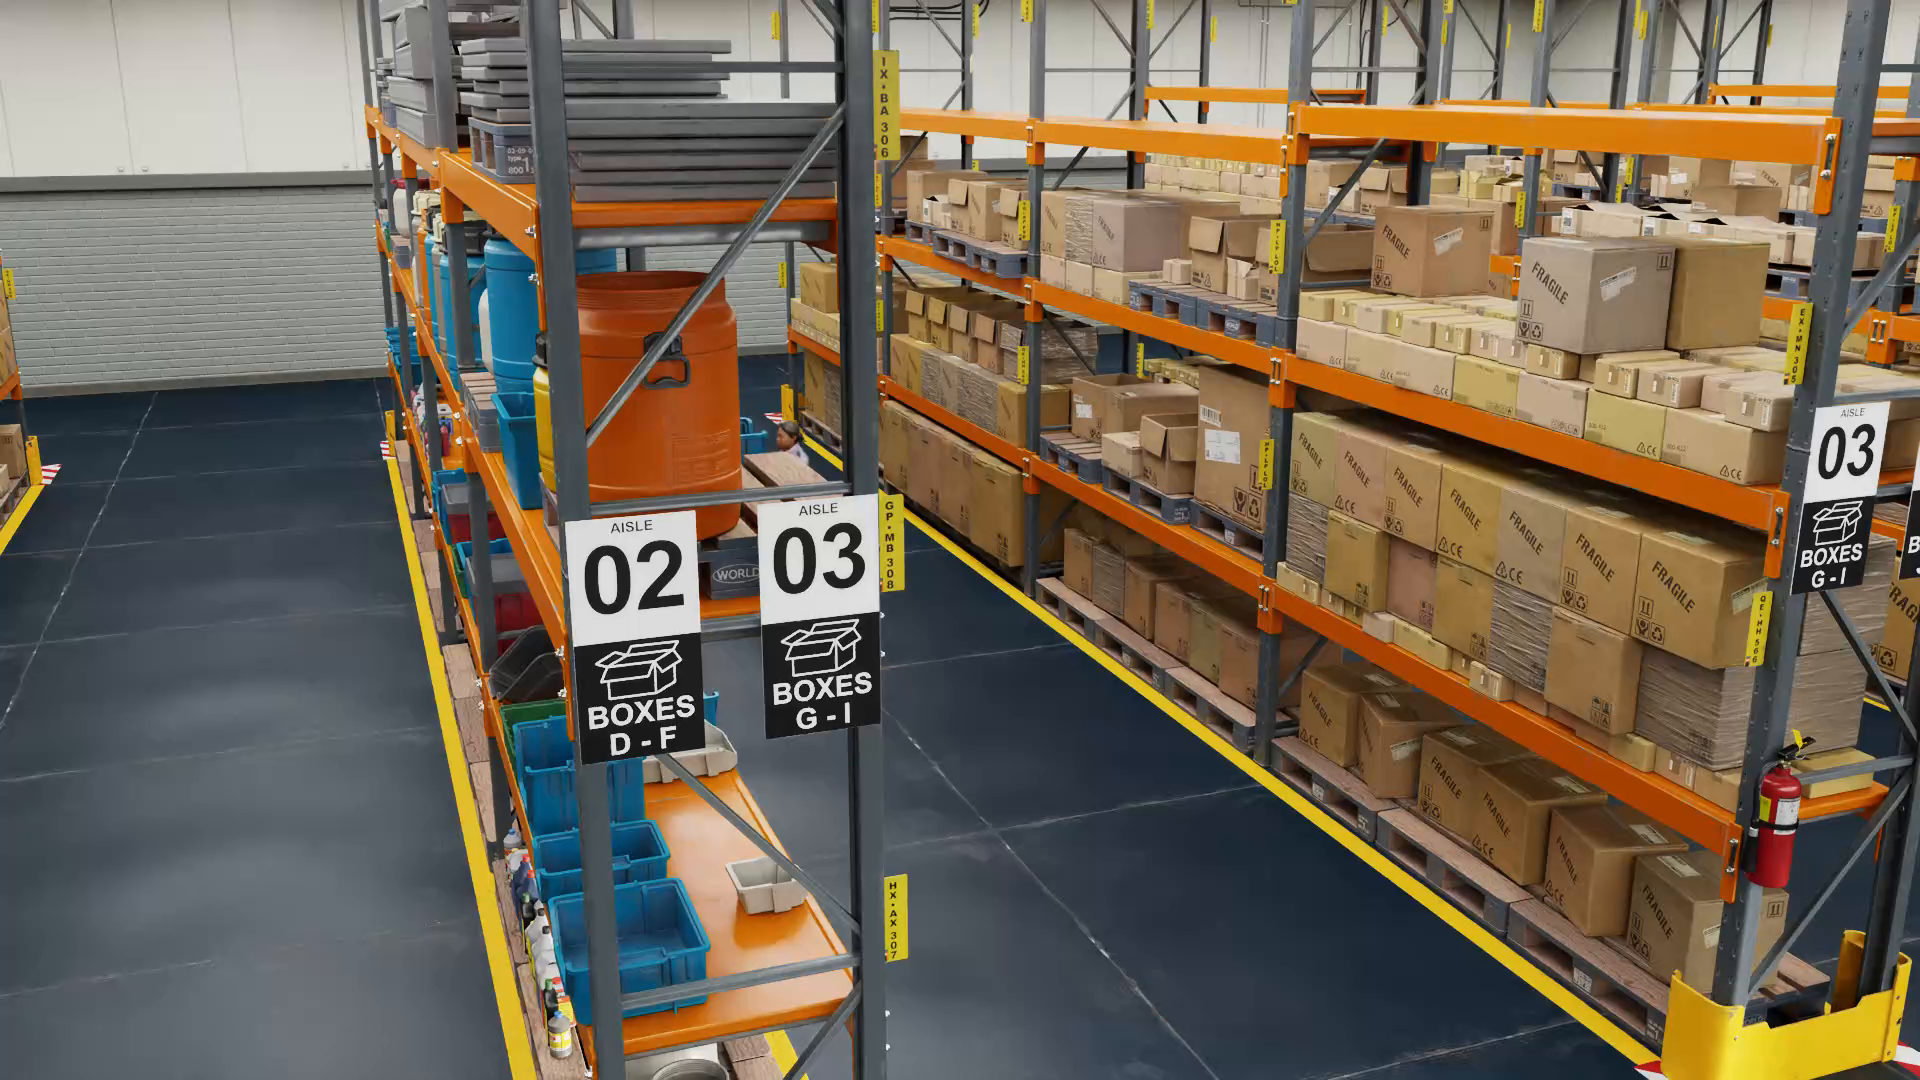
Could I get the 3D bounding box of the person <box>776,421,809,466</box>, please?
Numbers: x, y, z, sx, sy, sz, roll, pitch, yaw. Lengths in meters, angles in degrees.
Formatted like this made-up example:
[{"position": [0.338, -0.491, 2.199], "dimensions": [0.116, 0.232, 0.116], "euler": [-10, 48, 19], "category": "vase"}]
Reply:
[{"position": [-1.472, -0.220, 14.368], "dimensions": [0.543, 1.641, 0.433], "euler": [-6, 17, -21], "category": "person"}]
